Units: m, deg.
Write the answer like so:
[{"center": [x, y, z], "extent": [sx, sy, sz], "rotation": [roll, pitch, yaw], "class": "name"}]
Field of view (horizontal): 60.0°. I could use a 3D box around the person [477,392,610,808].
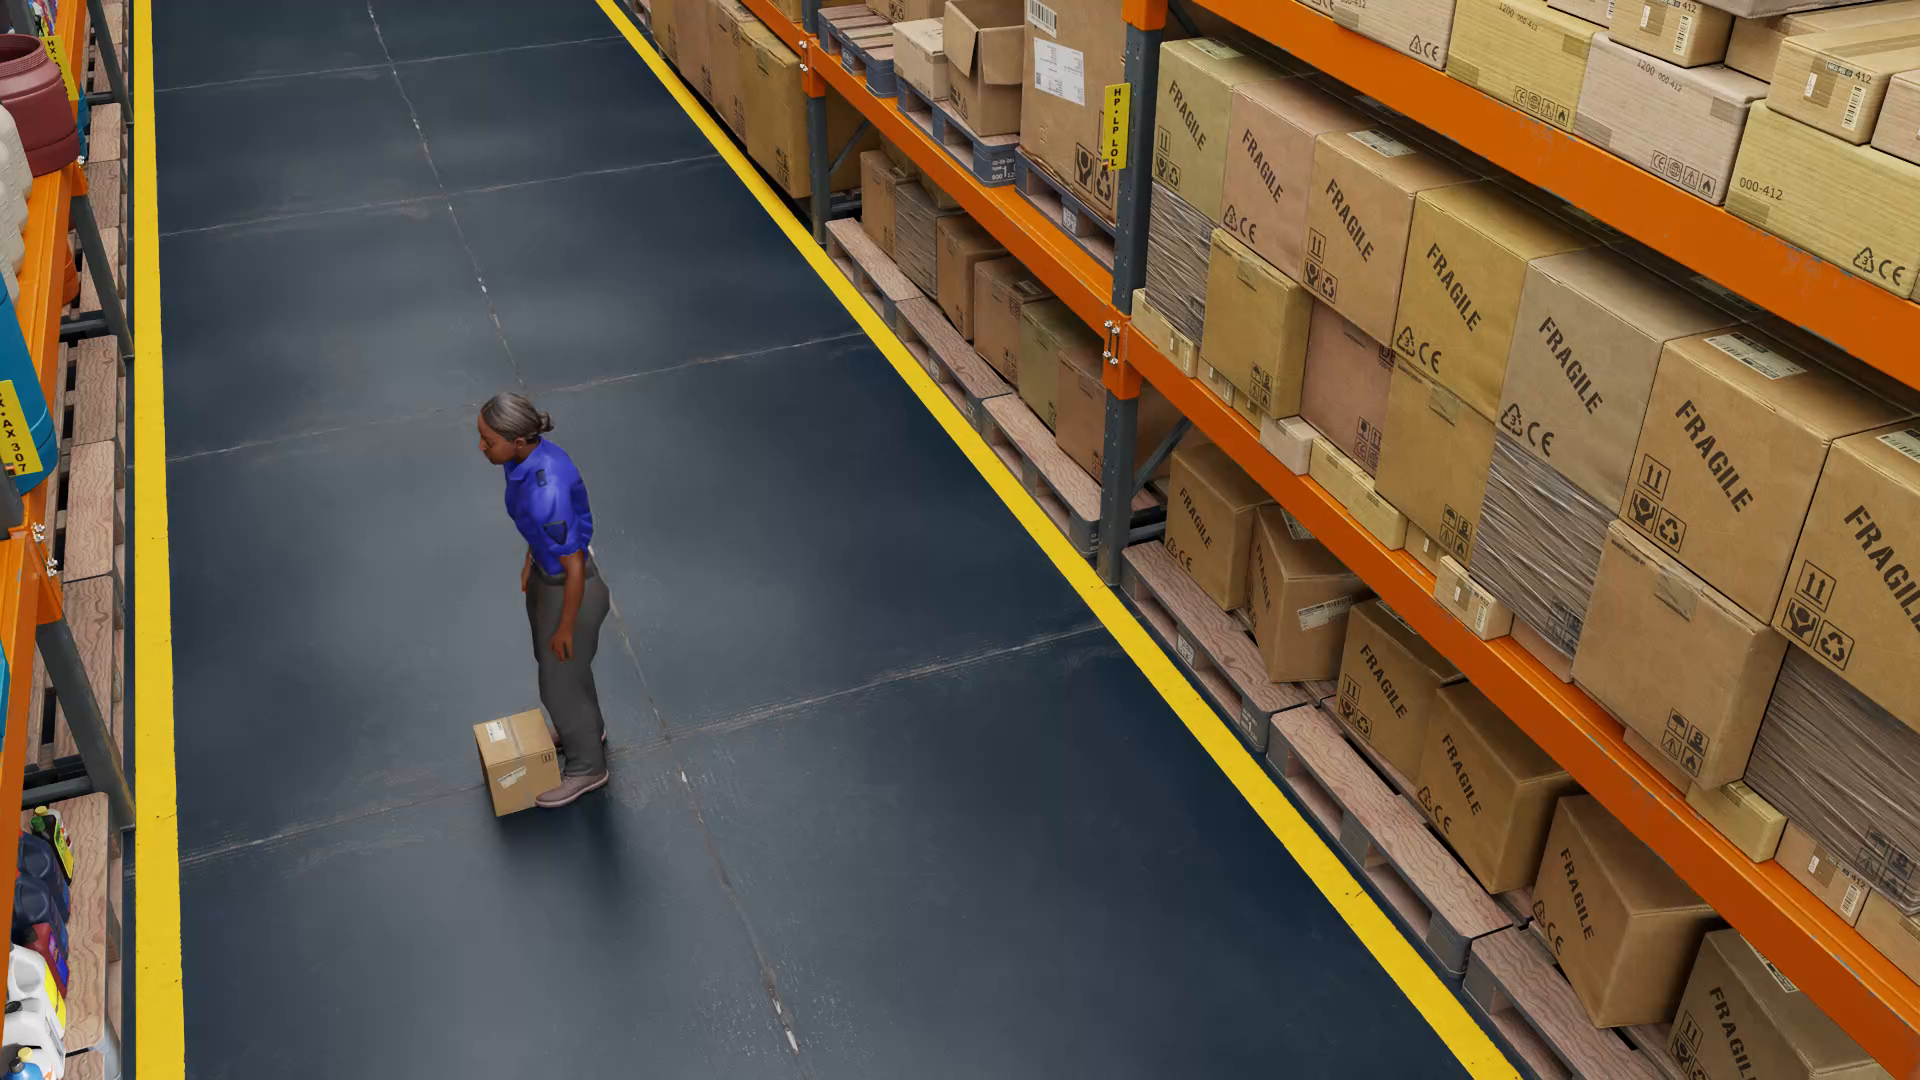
[{"center": [-1.449, 0.193, 5.855], "extent": [0.394, 1.656, 0.528], "rotation": [-15, 36, -21], "class": "person"}]
